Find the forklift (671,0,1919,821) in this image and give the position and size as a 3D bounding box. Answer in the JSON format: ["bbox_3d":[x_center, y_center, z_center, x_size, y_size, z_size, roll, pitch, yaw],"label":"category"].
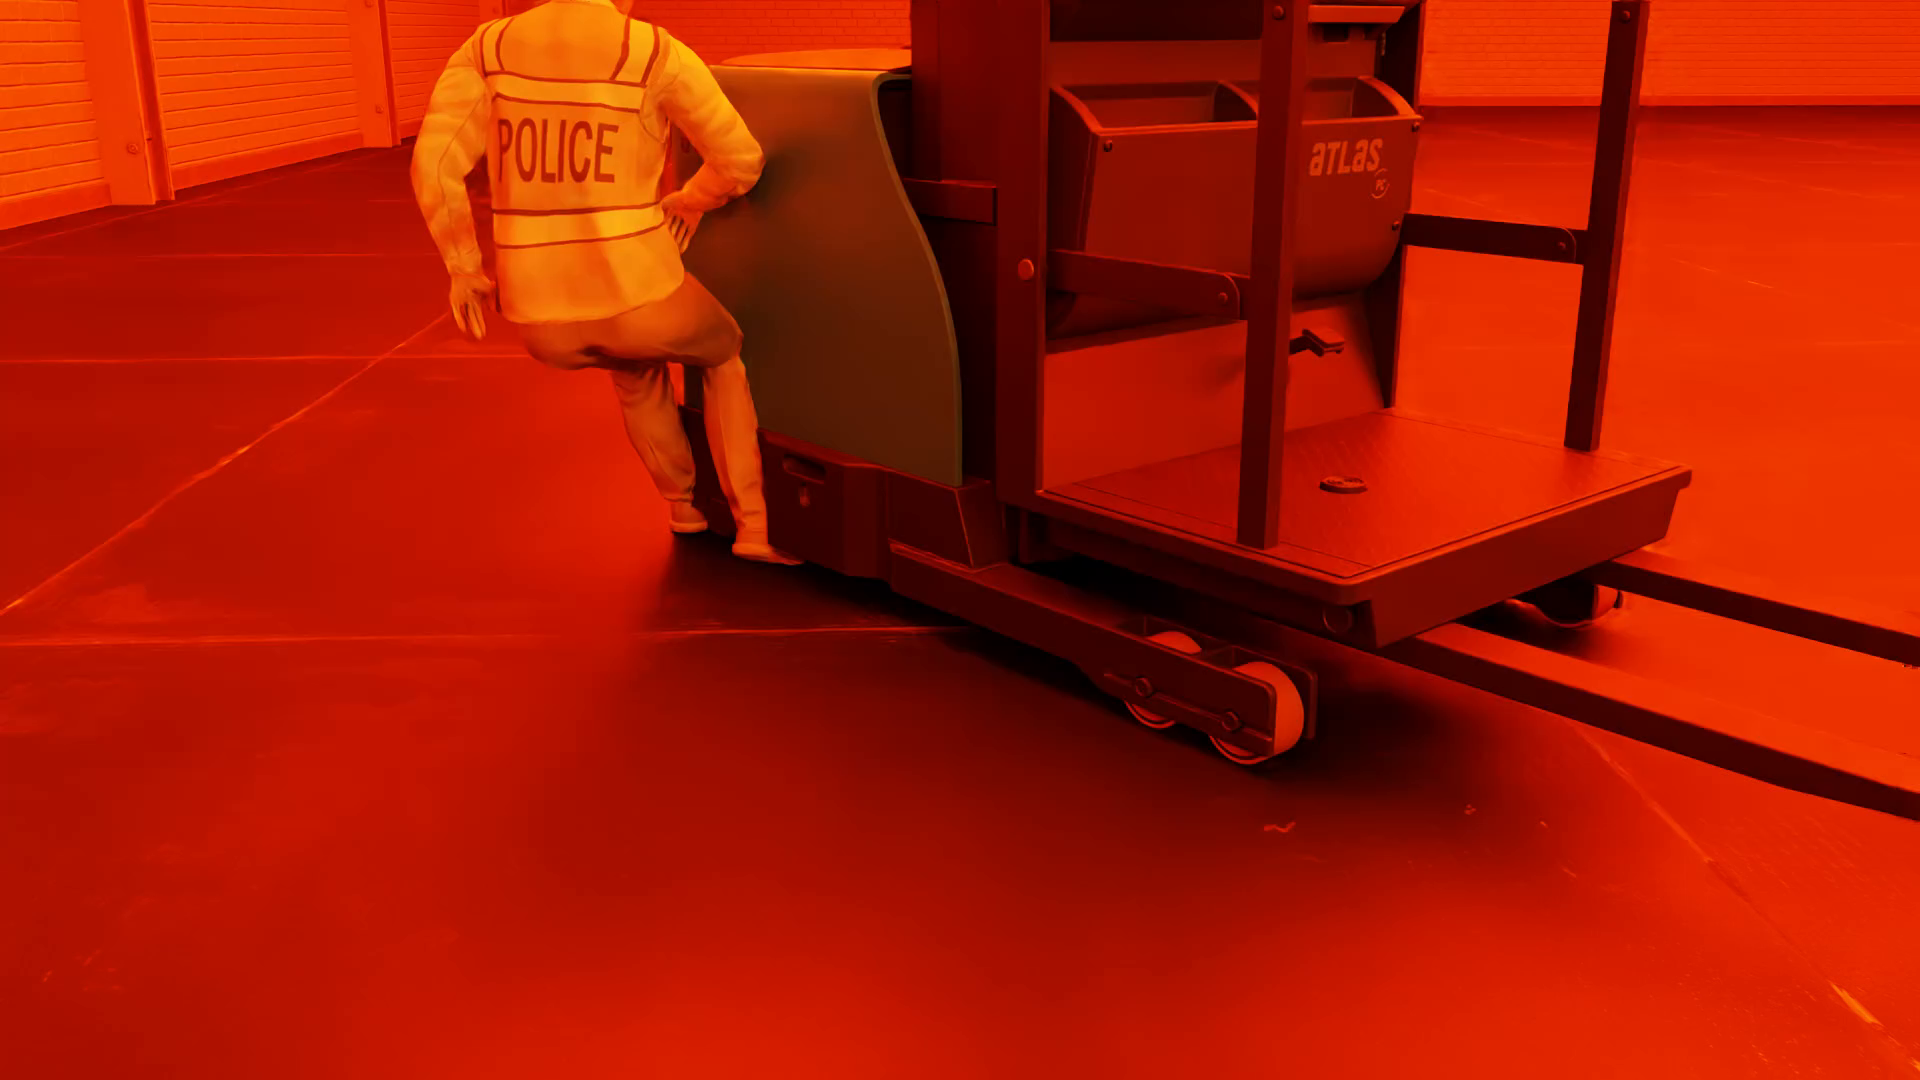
[{"bbox_3d":[0.675,-1.201,2.834,1.130,2.935,3.031,-14,22,-39],"label":"forklift"}]

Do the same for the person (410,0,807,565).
[{"bbox_3d":[-0.694,-0.596,3.585,0.738,1.465,0.857,2,17,5],"label":"person"}]
